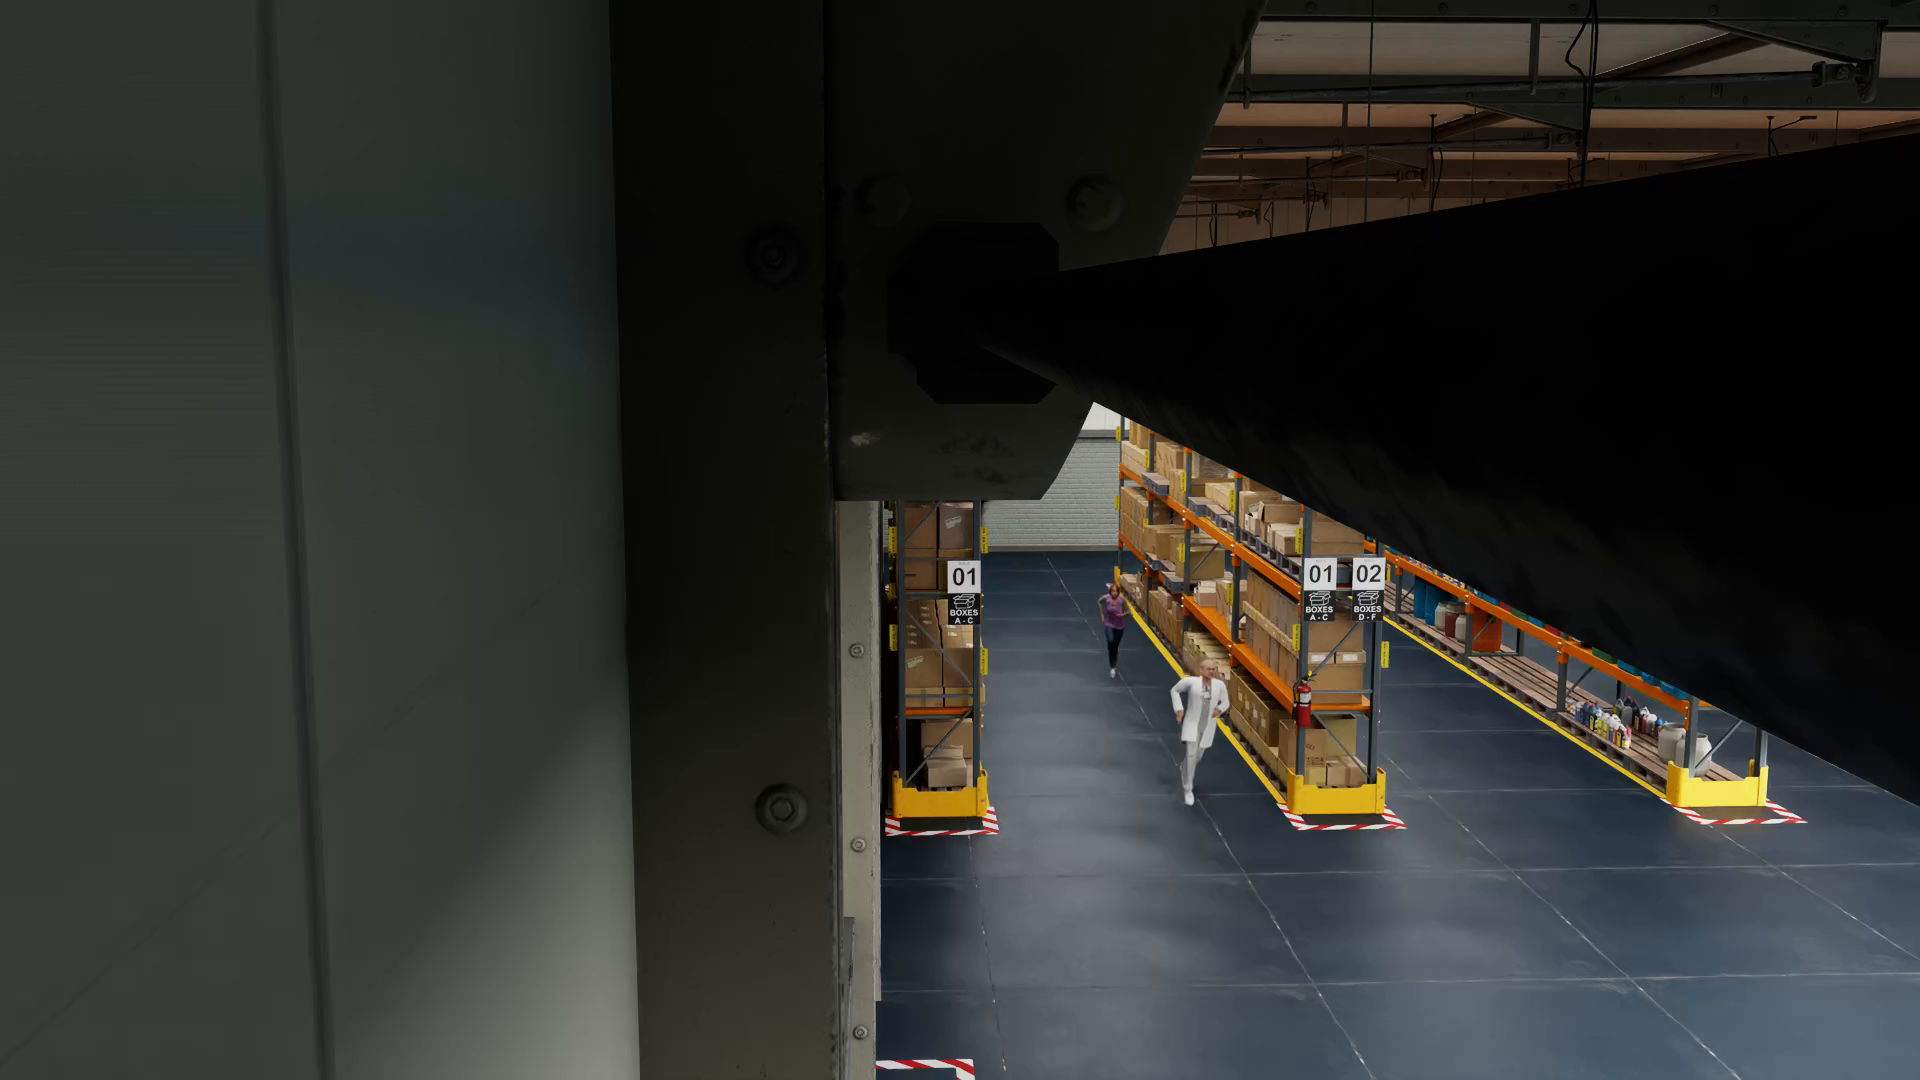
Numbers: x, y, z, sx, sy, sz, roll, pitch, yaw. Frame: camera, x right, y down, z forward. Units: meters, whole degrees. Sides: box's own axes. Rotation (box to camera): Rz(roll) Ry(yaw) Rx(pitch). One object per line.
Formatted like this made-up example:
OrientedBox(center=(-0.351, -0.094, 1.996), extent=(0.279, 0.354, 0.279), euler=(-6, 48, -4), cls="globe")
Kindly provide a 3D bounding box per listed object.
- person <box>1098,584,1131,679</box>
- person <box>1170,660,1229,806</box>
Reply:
OrientedBox(center=(2.624, 1.502, 28.322), extent=(0.537, 1.580, 0.880), euler=(0, 8, -1), cls="person")
OrientedBox(center=(3.094, 2.404, 21.367), extent=(0.732, 1.784, 0.998), euler=(-1, 8, -8), cls="person")
